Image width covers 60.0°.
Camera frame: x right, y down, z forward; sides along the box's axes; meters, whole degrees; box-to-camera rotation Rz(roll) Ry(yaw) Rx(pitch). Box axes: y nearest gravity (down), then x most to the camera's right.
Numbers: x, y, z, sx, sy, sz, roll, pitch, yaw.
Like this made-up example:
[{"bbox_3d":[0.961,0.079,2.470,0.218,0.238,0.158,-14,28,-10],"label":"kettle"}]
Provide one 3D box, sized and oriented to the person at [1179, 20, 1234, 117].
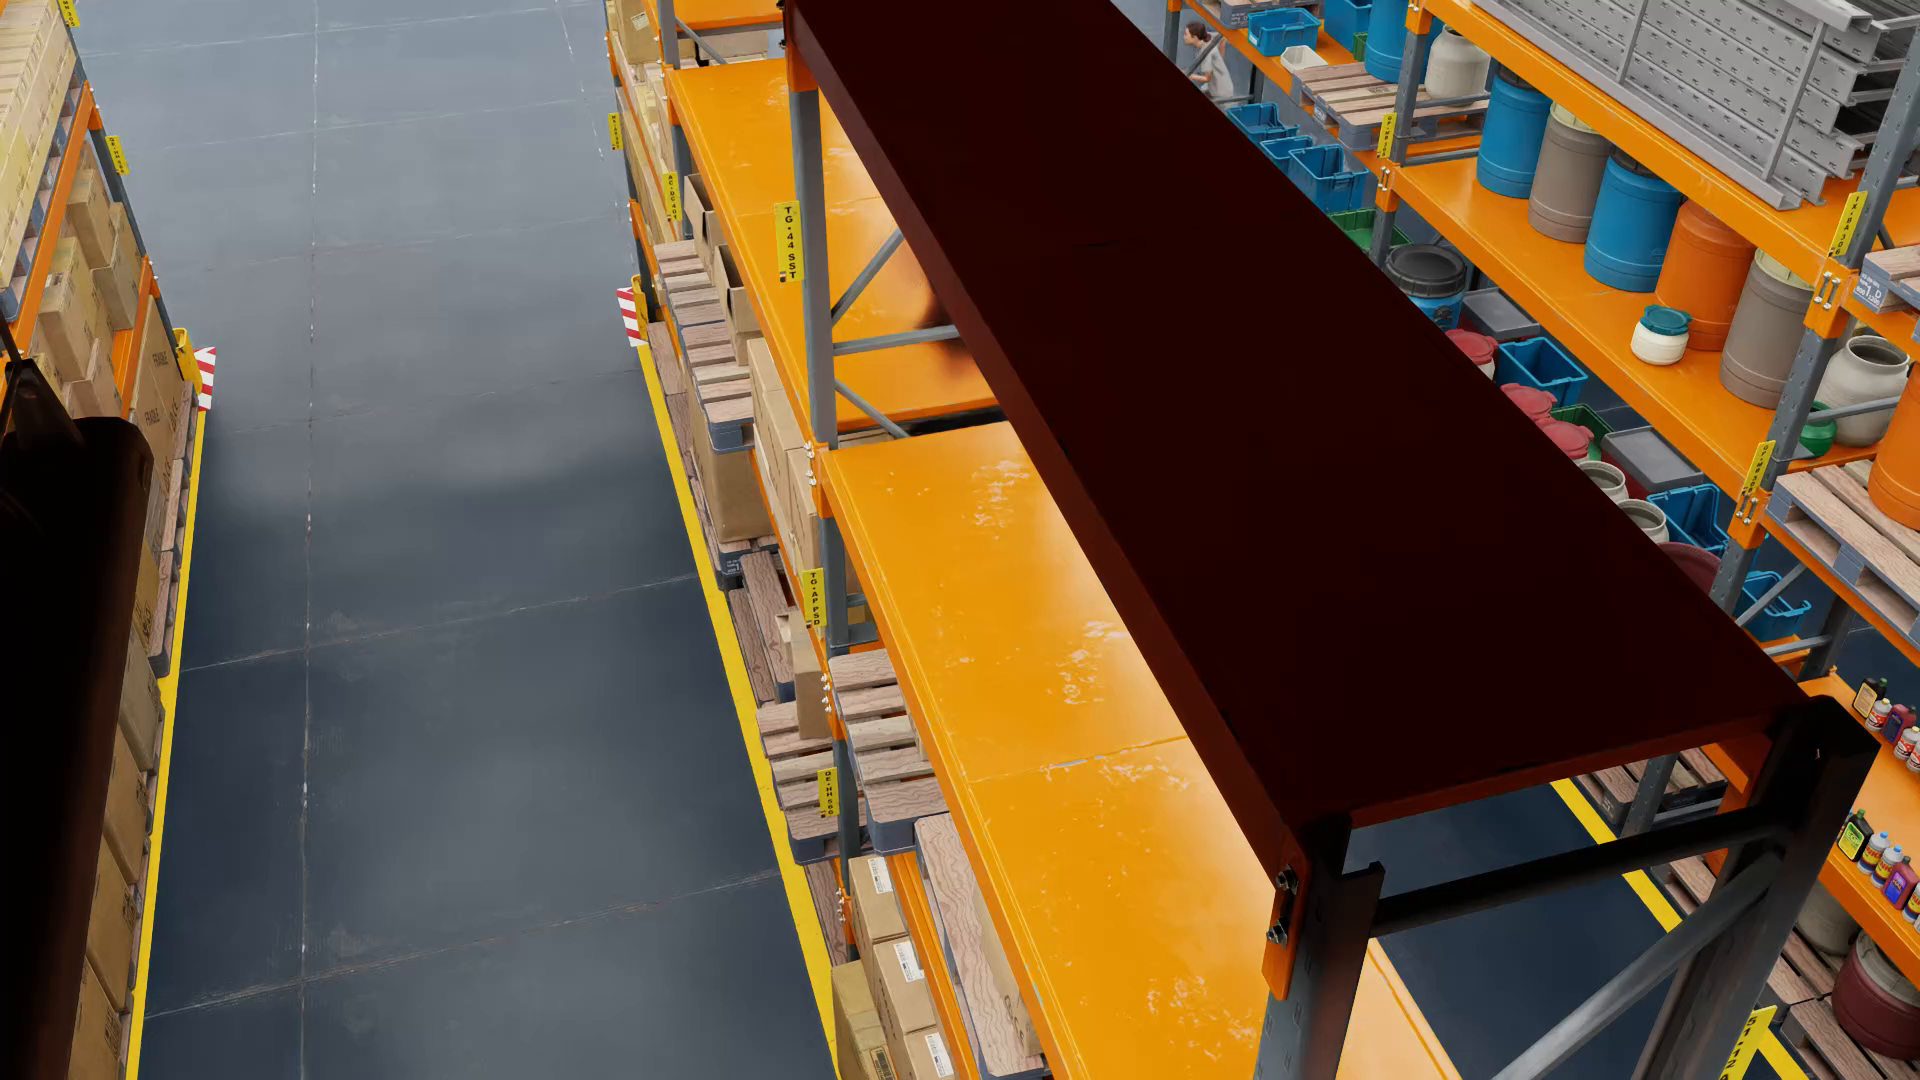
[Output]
[{"bbox_3d":[2.732,-4.702,17.536,0.949,1.594,0.608,3,39,4],"label":"person"}]
